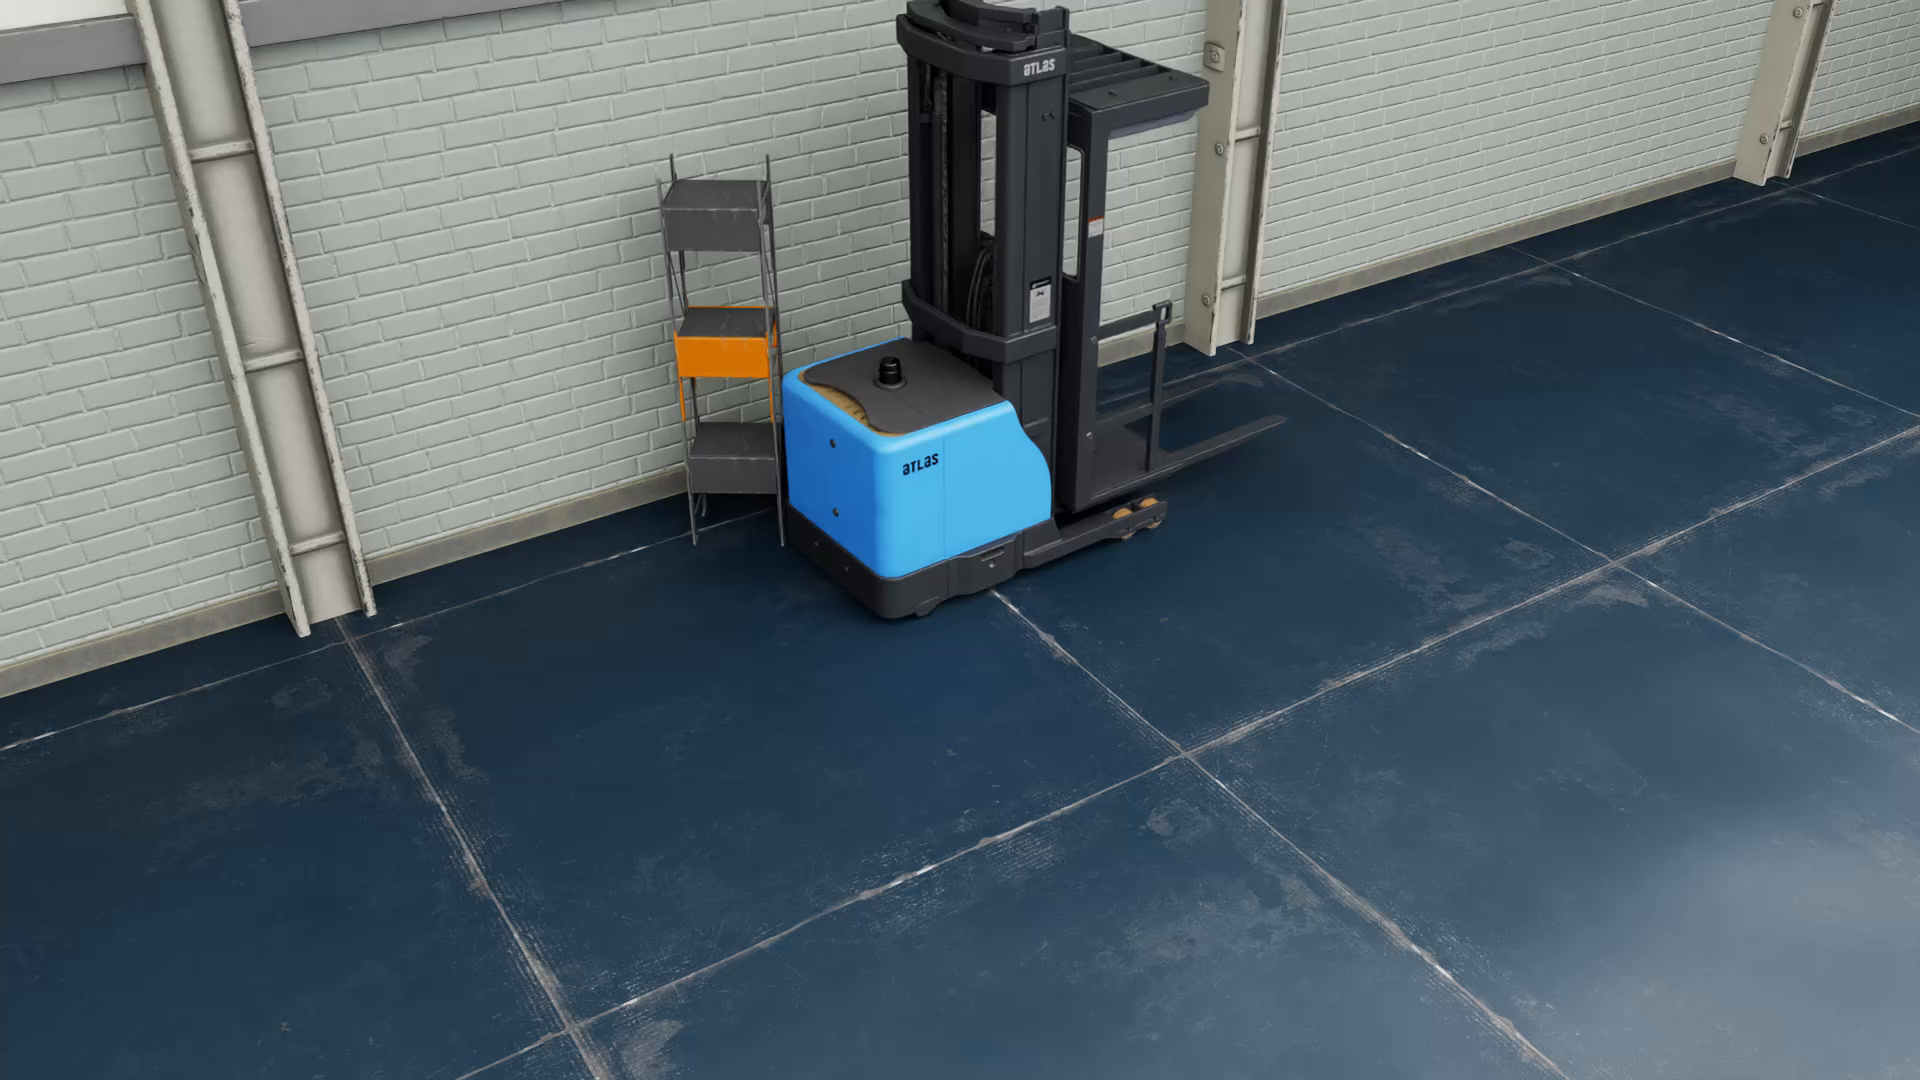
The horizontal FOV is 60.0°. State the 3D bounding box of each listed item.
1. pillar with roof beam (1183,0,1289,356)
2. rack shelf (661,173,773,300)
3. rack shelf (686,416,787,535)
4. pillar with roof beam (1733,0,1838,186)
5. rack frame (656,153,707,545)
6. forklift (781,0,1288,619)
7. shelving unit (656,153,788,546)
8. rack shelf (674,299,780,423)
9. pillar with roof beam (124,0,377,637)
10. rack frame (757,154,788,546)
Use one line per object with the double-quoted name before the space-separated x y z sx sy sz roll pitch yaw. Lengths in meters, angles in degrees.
"pillar with roof beam" 4.098 -3.240 5.951 0.400 9.000 9.100 -19 37 -27
"rack shelf" -1.220 -1.543 8.441 0.480 0.518 0.431 1 32 1
"rack shelf" -1.220 -0.358 9.188 0.480 0.518 0.431 1 32 1
"pillar with roof beam" 9.141 -4.974 8.701 0.400 9.000 9.100 -19 37 -27
"rack frame" -1.464 -0.965 8.812 0.015 2.100 0.400 1 32 1
"forklift" 0.550 -1.454 8.808 3.031 2.935 1.130 -21 38 -30
"shelving unit" -1.220 -0.962 8.807 0.503 2.100 0.431 1 32 1
"rack shelf" -1.220 -0.951 8.814 0.480 0.518 0.431 1 32 1
"pillar with roof beam" -0.945 -1.505 3.202 0.400 9.000 9.100 -19 37 -27
"rack frame" -0.976 -0.959 8.802 0.015 2.100 0.400 1 32 1
